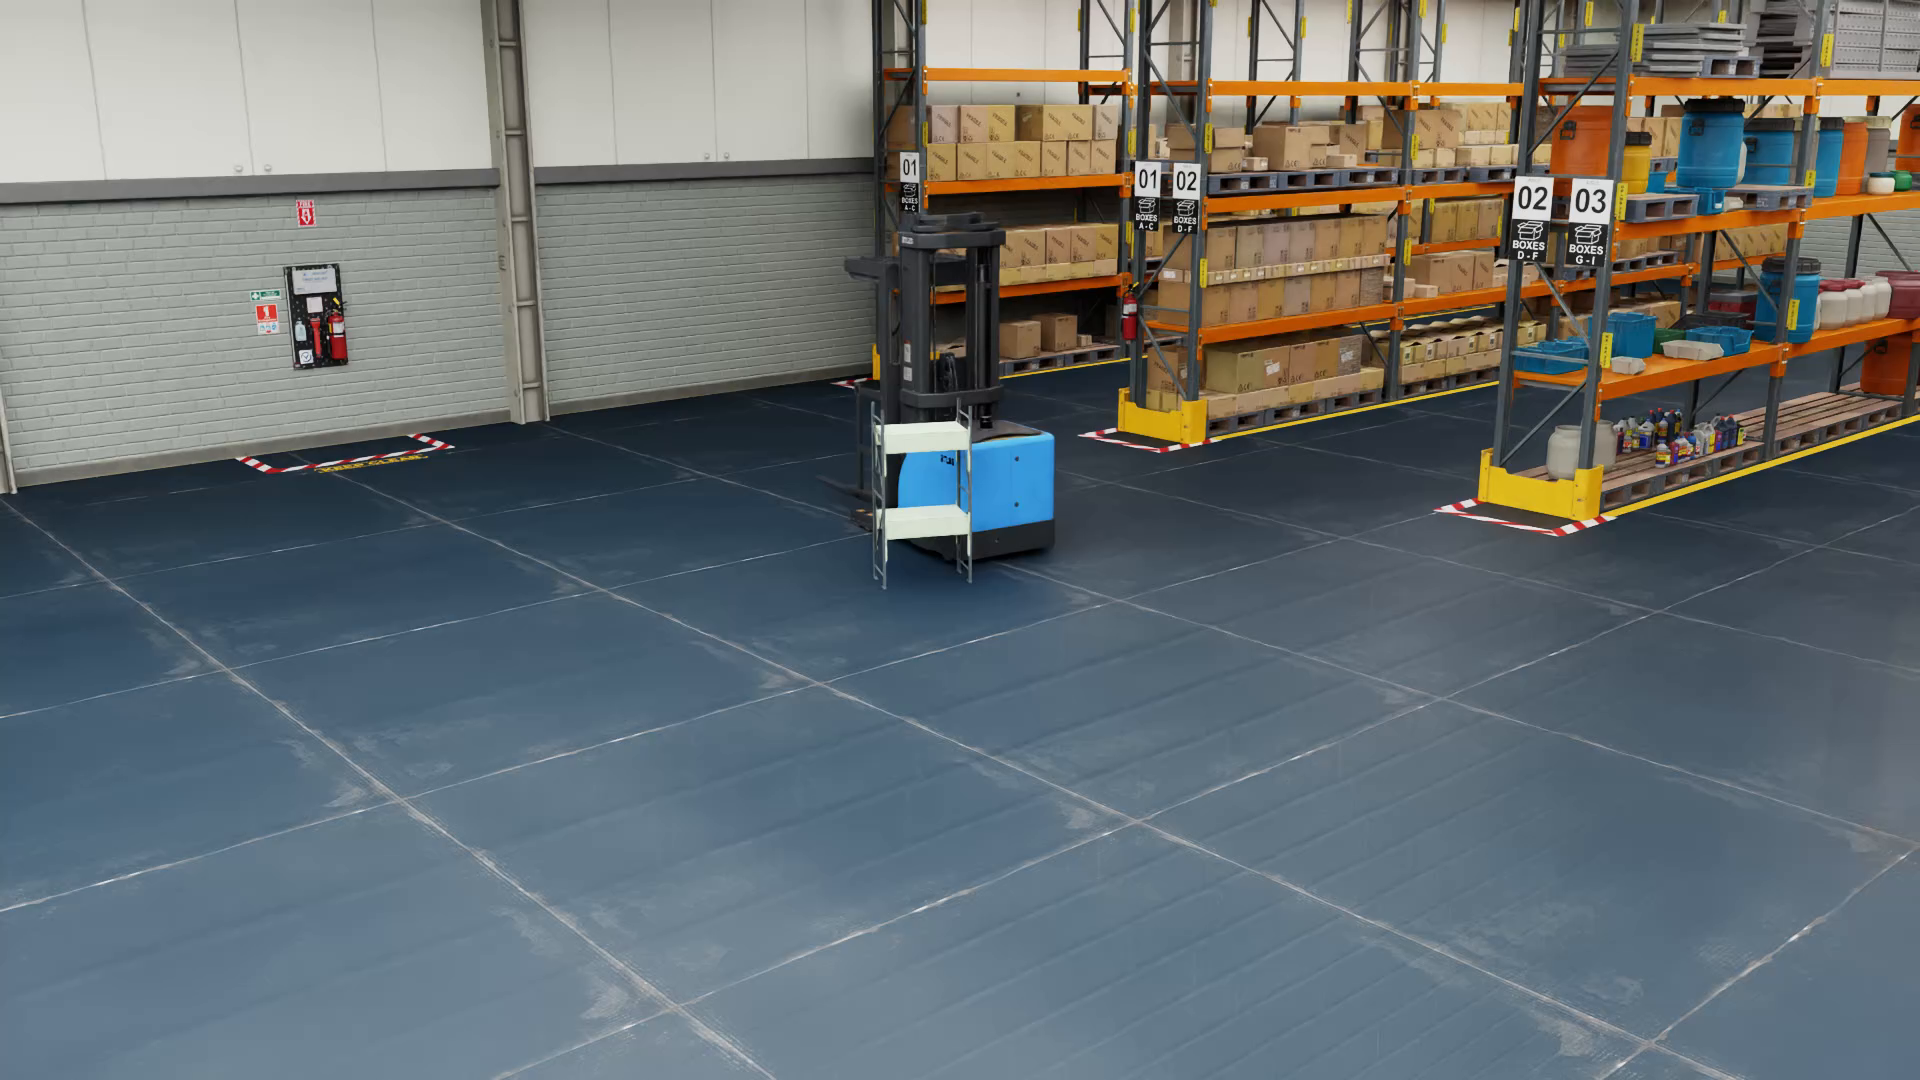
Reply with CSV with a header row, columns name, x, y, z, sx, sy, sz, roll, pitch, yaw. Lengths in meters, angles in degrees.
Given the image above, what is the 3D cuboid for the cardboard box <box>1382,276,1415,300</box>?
name,x,y,z,sx,sy,sz,roll,pitch,yaw
cardboard box,5.789,-3.408,22.487,0.500,0.250,0.500,-11,19,-36

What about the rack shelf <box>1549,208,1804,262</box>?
name,x,y,z,sx,sy,sz,roll,pitch,yaw
rack shelf,7.187,-3.186,16.948,4.000,0.370,1.077,-13,19,-39

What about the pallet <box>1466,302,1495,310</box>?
name,x,y,z,sx,sy,sz,roll,pitch,yaw
pallet,9.773,-4.682,32.368,1.213,0.211,1.003,-13,19,-39

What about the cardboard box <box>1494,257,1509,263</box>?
name,x,y,z,sx,sy,sz,roll,pitch,yaw
cardboard box,10.613,-5.455,32.633,0.250,0.149,0.380,-12,19,-38

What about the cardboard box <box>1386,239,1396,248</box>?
name,x,y,z,sx,sy,sz,roll,pitch,yaw
cardboard box,7.597,-5.345,29.895,0.250,0.149,0.380,-13,19,-39

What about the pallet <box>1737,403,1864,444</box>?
name,x,y,z,sx,sy,sz,roll,pitch,yaw
pallet,10.183,-1.425,20.175,1.213,0.211,1.003,-13,19,-39

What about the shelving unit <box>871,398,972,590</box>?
name,x,y,z,sx,sy,sz,roll,pitch,yaw
shelving unit,-0.317,-0.390,13.804,0.755,1.500,0.431,-4,15,-15

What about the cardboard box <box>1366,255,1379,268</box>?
name,x,y,z,sx,sy,sz,roll,pitch,yaw
cardboard box,5.194,-3.621,21.543,0.250,0.149,0.380,-13,20,-41

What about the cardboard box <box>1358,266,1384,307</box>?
name,x,y,z,sx,sy,sz,roll,pitch,yaw
cardboard box,5.116,-3.360,21.824,0.500,0.500,0.700,-13,20,-41

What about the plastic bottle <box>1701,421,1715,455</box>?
name,x,y,z,sx,sy,sz,roll,pitch,yaw
plastic bottle,8.010,-1.104,17.851,0.185,0.351,0.144,-13,20,-40

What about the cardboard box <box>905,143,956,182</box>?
name,x,y,z,sx,sy,sz,roll,pitch,yaw
cardboard box,-0.409,-5.190,22.822,0.500,0.500,0.500,-12,19,-38

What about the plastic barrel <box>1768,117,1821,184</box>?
name,x,y,z,sx,sy,sz,roll,pitch,yaw
plastic barrel,9.430,-4.354,18.954,0.600,0.901,0.600,0,15,0

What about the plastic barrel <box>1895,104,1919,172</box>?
name,x,y,z,sx,sy,sz,roll,pitch,yaw
plastic barrel,12.143,-5.056,20.909,0.708,0.830,0.600,-13,19,-39

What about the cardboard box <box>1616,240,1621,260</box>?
name,x,y,z,sx,sy,sz,roll,pitch,yaw
cardboard box,9.681,-4.564,25.515,0.500,0.500,0.700,-9,17,-29

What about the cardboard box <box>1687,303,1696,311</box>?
name,x,y,z,sx,sy,sz,roll,pitch,yaw
cardboard box,12.291,-3.936,28.531,0.500,0.311,0.500,-13,19,-39

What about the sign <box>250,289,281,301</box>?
name,x,y,z,sx,sy,sz,roll,pitch,yaw
sign,-7.756,-2.733,18.572,0.331,0.109,0.001,-13,19,-39

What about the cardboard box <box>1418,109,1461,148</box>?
name,x,y,z,sx,sy,sz,roll,pitch,yaw
cardboard box,6.352,-5.528,22.345,0.500,0.500,0.500,-10,18,-34

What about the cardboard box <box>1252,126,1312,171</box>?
name,x,y,z,sx,sy,sz,roll,pitch,yaw
cardboard box,3.861,-4.707,19.968,0.500,0.500,0.500,-13,19,-39

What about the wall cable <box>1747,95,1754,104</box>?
name,x,y,z,sx,sy,sz,roll,pitch,yaw
wall cable,15.746,-8.672,36.295,0.112,2.526,3.097,-13,19,-39

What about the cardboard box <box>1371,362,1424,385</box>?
name,x,y,z,sx,sy,sz,roll,pitch,yaw
cardboard box,5.914,-2.283,22.499,0.500,0.250,0.500,-13,20,-41

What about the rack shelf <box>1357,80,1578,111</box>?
name,x,y,z,sx,sy,sz,roll,pitch,yaw
rack shelf,6.955,-6.085,22.762,4.000,0.370,1.077,-13,19,-39

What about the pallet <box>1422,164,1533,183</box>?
name,x,y,z,sx,sy,sz,roll,pitch,yaw
pallet,7.169,-5.102,23.090,1.213,0.211,1.003,-12,19,-37

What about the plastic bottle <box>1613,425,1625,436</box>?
name,x,y,z,sx,sy,sz,roll,pitch,yaw
plastic bottle,7.088,-1.100,17.981,0.135,0.276,0.152,-13,20,-41

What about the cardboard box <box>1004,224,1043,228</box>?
name,x,y,z,sx,sy,sz,roll,pitch,yaw
cardboard box,0.928,-4.443,24.868,0.500,0.500,0.500,-12,19,-38

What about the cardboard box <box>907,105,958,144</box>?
name,x,y,z,sx,sy,sz,roll,pitch,yaw
cardboard box,-0.375,-5.683,22.730,0.500,0.500,0.500,14,21,43

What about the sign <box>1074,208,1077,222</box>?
name,x,y,z,sx,sy,sz,roll,pitch,yaw
sign,1.825,-5.019,25.984,0.005,0.325,0.100,-13,19,-39

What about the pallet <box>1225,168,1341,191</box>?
name,x,y,z,sx,sy,sz,roll,pitch,yaw
pallet,3.900,-4.440,20.418,1.213,0.211,1.003,-13,19,-39

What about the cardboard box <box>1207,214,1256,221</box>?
name,x,y,z,sx,sy,sz,roll,pitch,yaw
cardboard box,4.458,-5.109,27.519,0.700,0.500,0.500,14,20,42

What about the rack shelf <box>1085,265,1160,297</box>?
name,x,y,z,sx,sy,sz,roll,pitch,yaw
rack shelf,3.701,-4.343,27.092,4.000,0.370,1.077,-13,19,-39

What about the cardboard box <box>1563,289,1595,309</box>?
name,x,y,z,sx,sy,sz,roll,pitch,yaw
cardboard box,9.824,-3.822,26.284,0.500,0.250,0.500,-13,20,-40

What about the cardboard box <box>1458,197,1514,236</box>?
name,x,y,z,sx,sy,sz,roll,pitch,yaw
cardboard box,10.325,-6.316,32.503,0.700,0.700,0.980,-13,20,-40

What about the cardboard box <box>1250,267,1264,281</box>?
name,x,y,z,sx,sy,sz,roll,pitch,yaw
cardboard box,3.445,-3.227,20.067,0.250,0.149,0.380,-13,20,-40

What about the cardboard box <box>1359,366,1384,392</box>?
name,x,y,z,sx,sy,sz,roll,pitch,yaw
cardboard box,5.240,-2.142,21.970,0.500,0.250,0.500,-13,19,-39

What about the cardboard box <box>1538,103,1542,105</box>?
name,x,y,z,sx,sy,sz,roll,pitch,yaw
cardboard box,10.872,-8.198,32.147,0.500,0.500,0.500,-13,20,-40

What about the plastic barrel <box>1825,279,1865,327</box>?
name,x,y,z,sx,sy,sz,roll,pitch,yaw
plastic barrel,10.441,-2.806,19.680,0.433,0.535,0.433,0,15,0

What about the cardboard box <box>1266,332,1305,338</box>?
name,x,y,z,sx,sy,sz,roll,pitch,yaw
cardboard box,4.137,-2.438,21.627,0.500,0.500,0.500,-13,19,-39

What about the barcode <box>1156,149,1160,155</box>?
name,x,y,z,sx,sy,sz,roll,pitch,yaw
barcode,2.340,-4.586,19.667,0.075,0.075,0.001,-13,19,-39

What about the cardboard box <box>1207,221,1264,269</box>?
name,x,y,z,sx,sy,sz,roll,pitch,yaw
cardboard box,3.223,-3.562,20.064,0.500,0.500,0.700,-13,20,-41

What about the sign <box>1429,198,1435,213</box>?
name,x,y,z,sx,sy,sz,roll,pitch,yaw
sign,8.591,-6.125,30.276,0.005,0.325,0.100,-13,19,-39

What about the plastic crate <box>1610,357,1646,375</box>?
name,x,y,z,sx,sy,sz,roll,pitch,yaw
plastic crate,6.564,-1.707,16.341,0.250,0.136,0.298,-13,19,-39

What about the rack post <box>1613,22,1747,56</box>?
name,x,y,z,sx,sy,sz,roll,pitch,yaw
rack post,7.119,-4.942,16.461,0.954,0.300,0.937,-13,20,-40

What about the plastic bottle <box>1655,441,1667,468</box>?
name,x,y,z,sx,sy,sz,roll,pitch,yaw
plastic bottle,7.250,-0.887,17.192,0.097,0.271,0.097,0,15,0

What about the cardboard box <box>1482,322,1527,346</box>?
name,x,y,z,sx,sy,sz,roll,pitch,yaw
cardboard box,7.843,-2.986,24.042,0.500,0.311,0.500,-13,20,-40

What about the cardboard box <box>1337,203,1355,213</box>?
name,x,y,z,sx,sy,sz,roll,pitch,yaw
cardboard box,6.501,-5.797,28.879,0.500,0.250,0.500,-12,19,-39

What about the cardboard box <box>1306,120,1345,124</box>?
name,x,y,z,sx,sy,sz,roll,pitch,yaw
cardboard box,6.329,-7.024,28.876,0.500,0.500,0.700,-11,19,-37

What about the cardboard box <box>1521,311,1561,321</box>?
name,x,y,z,sx,sy,sz,roll,pitch,yaw
cardboard box,9.016,-3.275,25.690,0.500,0.500,0.500,-12,19,-37

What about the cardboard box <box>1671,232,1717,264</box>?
name,x,y,z,sx,sy,sz,roll,pitch,yaw
cardboard box,12.045,-4.825,27.309,0.500,0.500,0.500,-12,19,-38

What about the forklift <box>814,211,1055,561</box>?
name,x,y,z,sx,sy,sz,roll,pitch,yaw
forklift,-0.377,-1.561,15.415,1.130,2.935,3.031,-10,18,-32

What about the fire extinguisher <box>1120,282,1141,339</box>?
name,x,y,z,sx,sy,sz,roll,pitch,yaw
fire extinguisher,2.035,-2.744,19.860,0.183,0.674,0.296,-13,19,-39

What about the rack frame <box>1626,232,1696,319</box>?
name,x,y,z,sx,sy,sz,roll,pitch,yaw
rack frame,11.482,-4.744,27.197,0.127,3.000,1.000,-13,19,-39

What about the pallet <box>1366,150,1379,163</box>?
name,x,y,z,sx,sy,sz,roll,pitch,yaw
pallet,7.568,-6.899,29.825,1.217,0.209,0.805,-14,20,-42

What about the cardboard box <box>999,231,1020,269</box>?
name,x,y,z,sx,sy,sz,roll,pitch,yaw
cardboard box,0.505,-4.165,23.827,0.500,0.500,0.500,-13,20,-41

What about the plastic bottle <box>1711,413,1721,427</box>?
name,x,y,z,sx,sy,sz,roll,pitch,yaw
plastic bottle,8.304,-1.219,18.282,0.185,0.351,0.144,-13,19,-39

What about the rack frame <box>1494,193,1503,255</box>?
name,x,y,z,sx,sy,sz,roll,pitch,yaw
rack frame,11.245,-6.385,33.342,0.127,3.000,1.000,-13,19,-39

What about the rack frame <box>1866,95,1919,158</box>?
name,x,y,z,sx,sy,sz,roll,pitch,yaw
rack frame,11.713,-6.000,20.273,0.127,3.000,1.000,-13,19,-39

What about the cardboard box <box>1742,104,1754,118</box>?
name,x,y,z,sx,sy,sz,roll,pitch,yaw
cardboard box,12.667,-6.957,27.539,0.500,0.500,0.700,-13,19,-39
